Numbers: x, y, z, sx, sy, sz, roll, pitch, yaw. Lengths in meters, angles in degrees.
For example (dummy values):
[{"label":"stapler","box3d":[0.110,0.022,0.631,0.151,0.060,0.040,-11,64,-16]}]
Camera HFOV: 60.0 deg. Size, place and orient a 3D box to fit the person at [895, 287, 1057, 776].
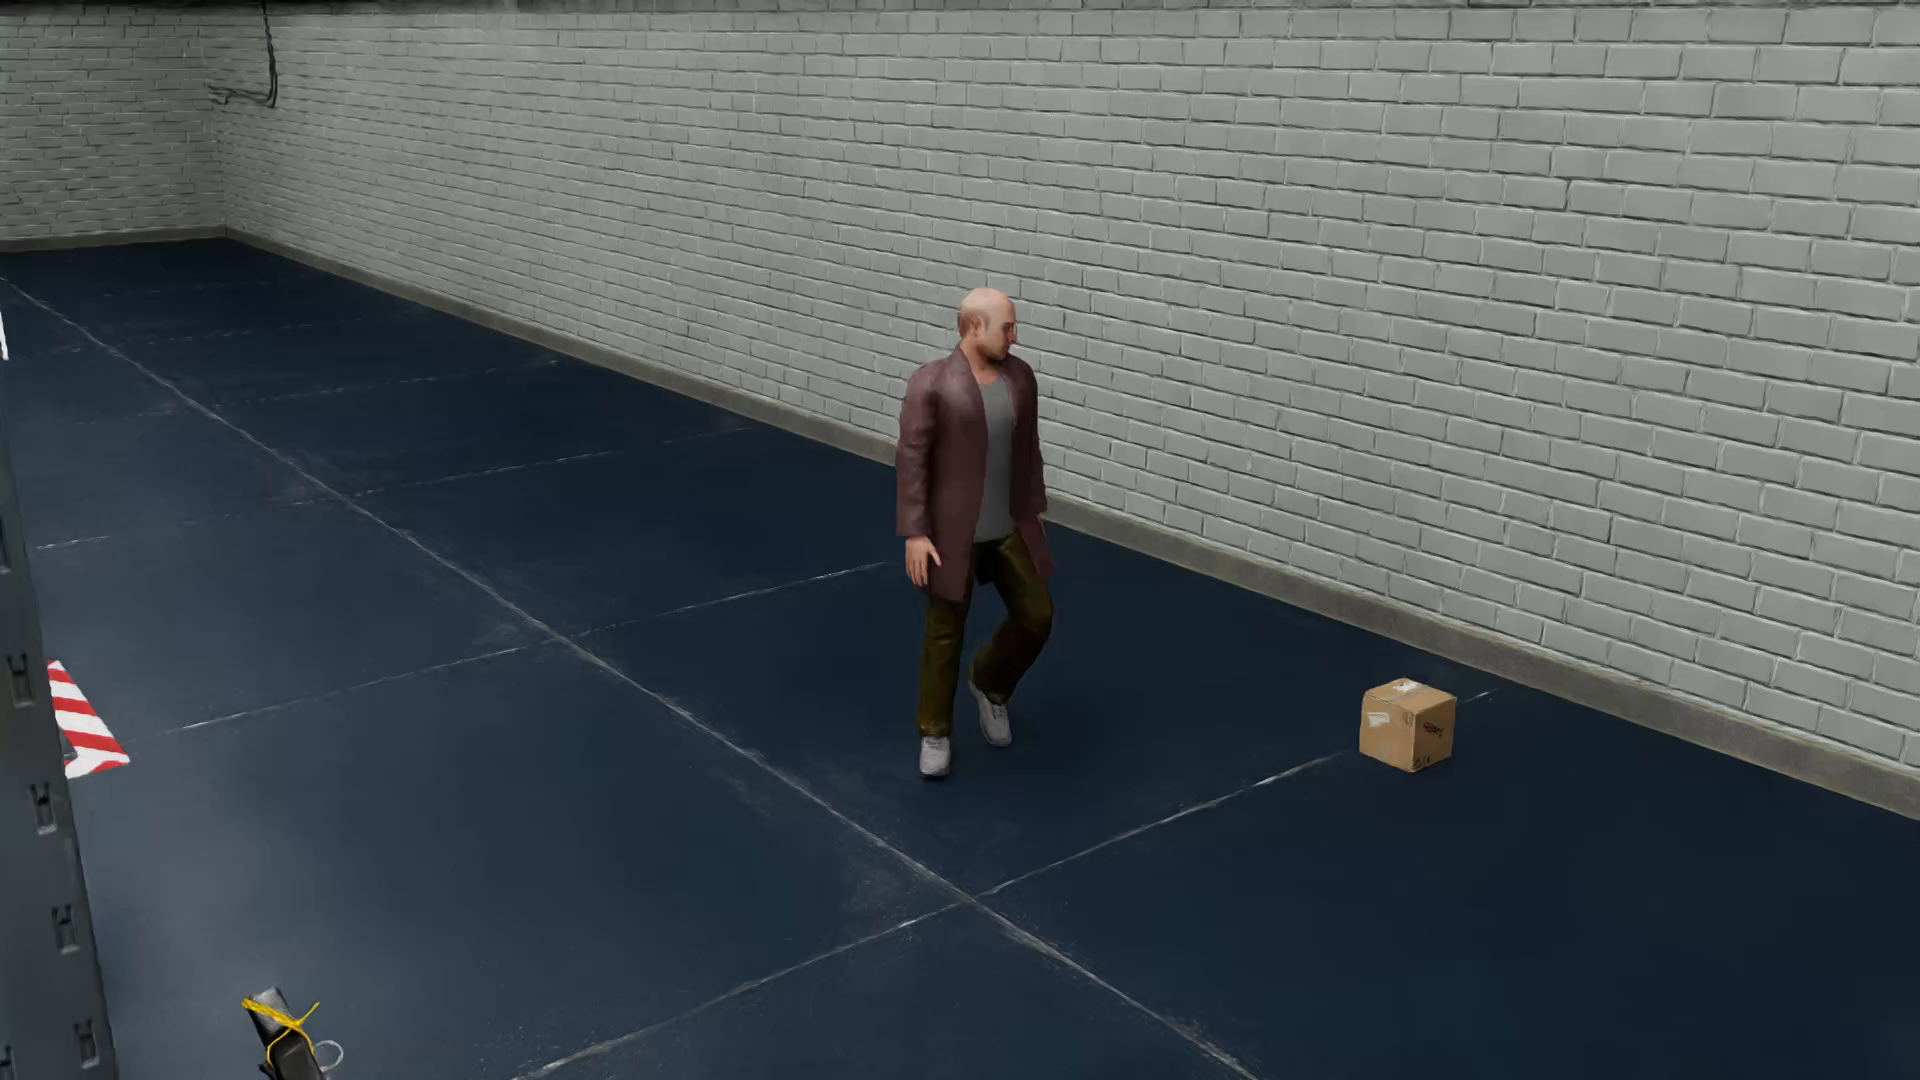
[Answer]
[{"label":"person","box3d":[0.035,-0.048,6.171,0.650,1.779,0.506,-8,19,-24]}]
